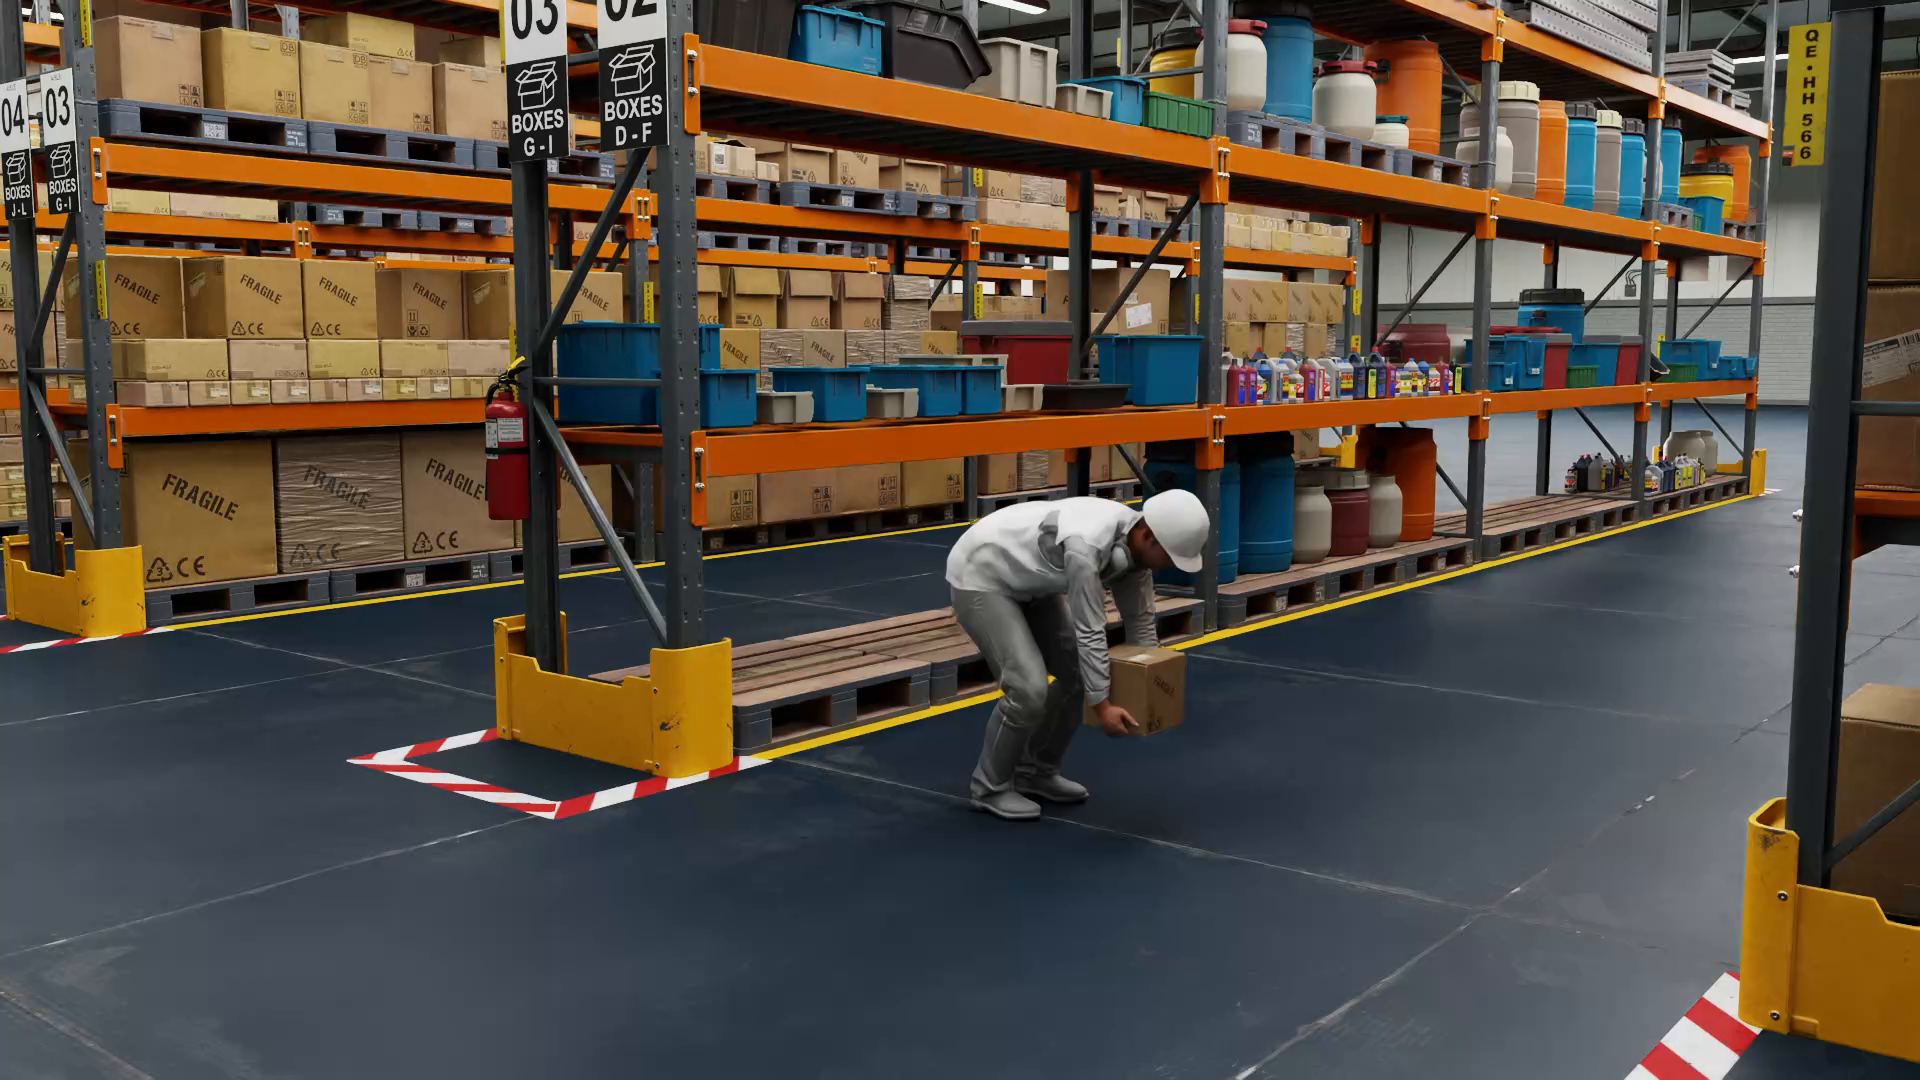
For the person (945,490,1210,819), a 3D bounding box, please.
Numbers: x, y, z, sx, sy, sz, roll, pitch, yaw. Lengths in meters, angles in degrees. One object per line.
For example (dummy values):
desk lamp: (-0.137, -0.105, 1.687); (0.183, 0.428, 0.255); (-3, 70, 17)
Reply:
person: (0.415, 0.392, 5.839); (0.985, 1.178, 0.492); (5, 8, 36)
